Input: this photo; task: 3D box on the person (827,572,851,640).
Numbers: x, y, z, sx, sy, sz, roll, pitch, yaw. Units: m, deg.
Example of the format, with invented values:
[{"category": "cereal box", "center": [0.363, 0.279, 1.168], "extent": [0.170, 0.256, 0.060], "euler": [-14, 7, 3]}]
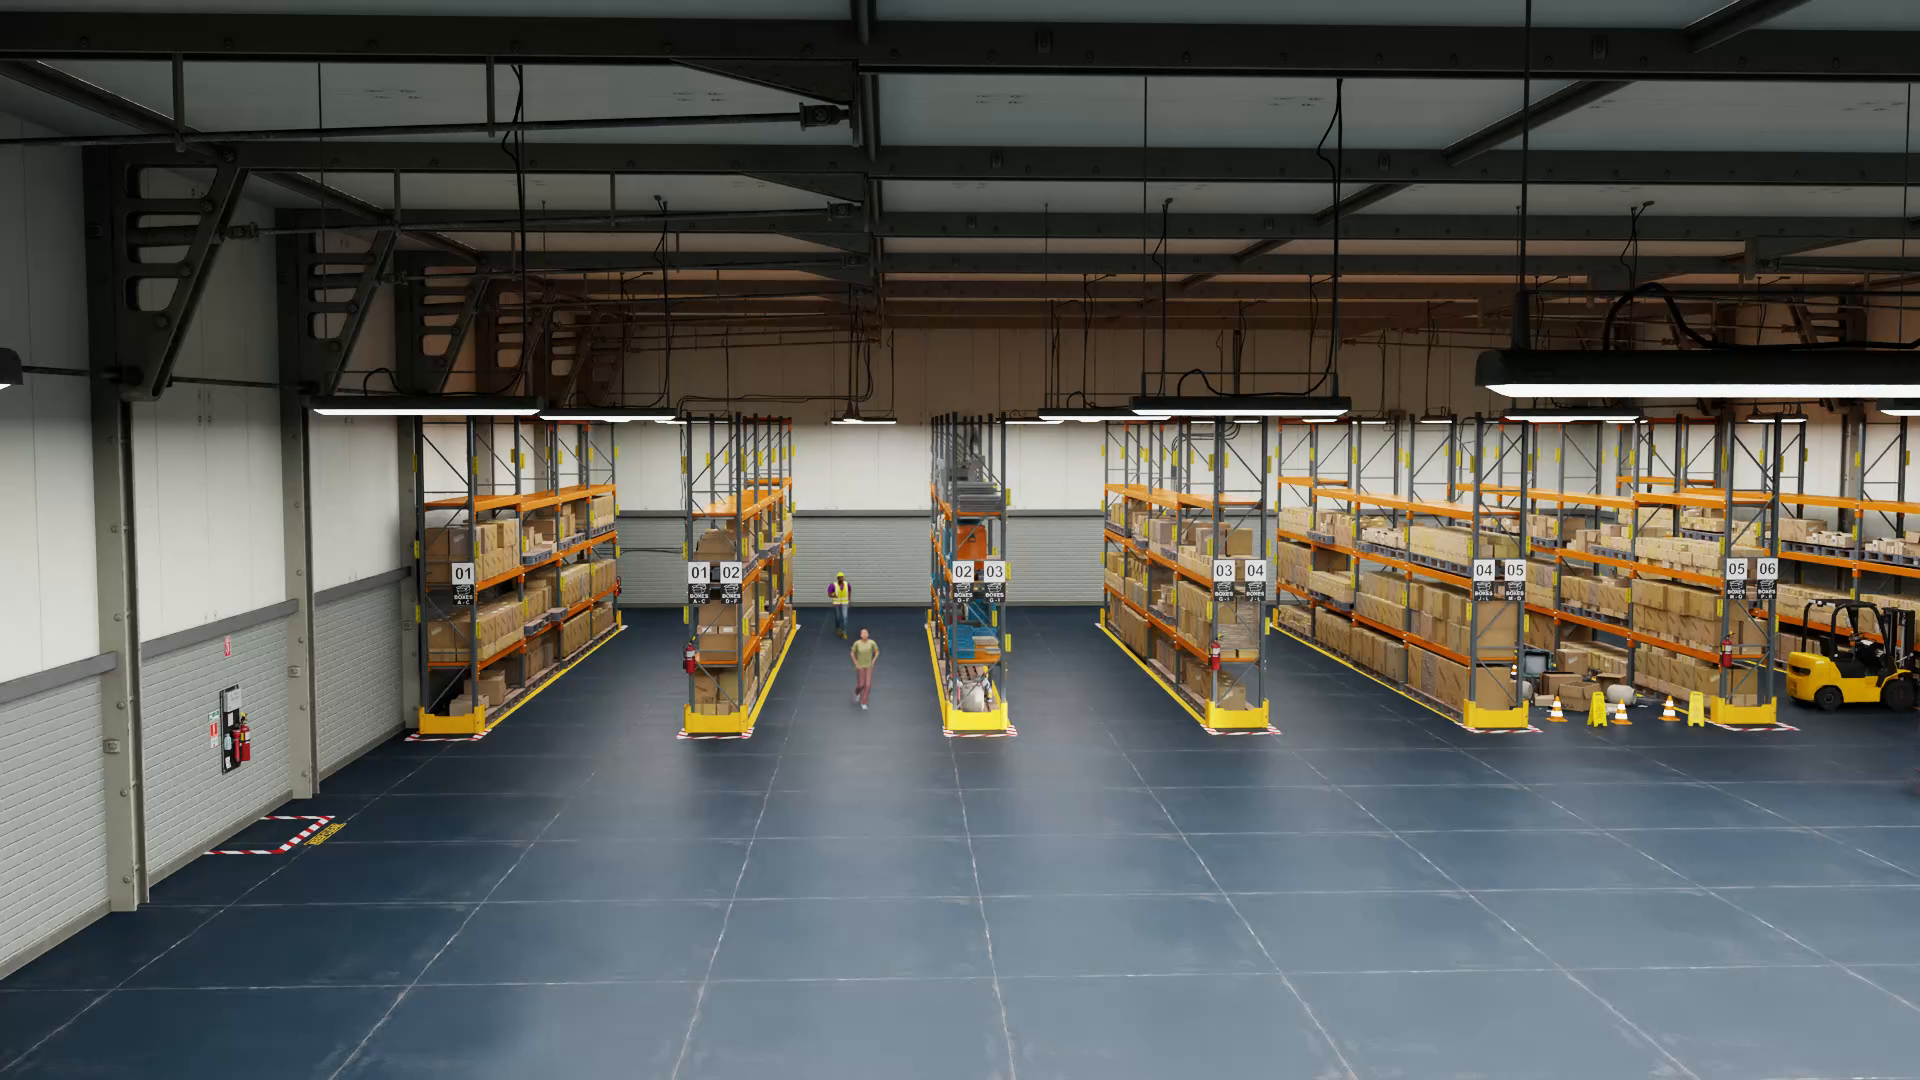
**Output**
[{"category": "person", "center": [-3.255, 1.759, 45.055], "extent": [0.682, 1.783, 0.925], "euler": [-1, 4, -11]}]

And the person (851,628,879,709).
[{"category": "person", "center": [-1.933, 2.604, 33.977], "extent": [0.575, 1.639, 0.589], "euler": [-1, 4, -8]}]
